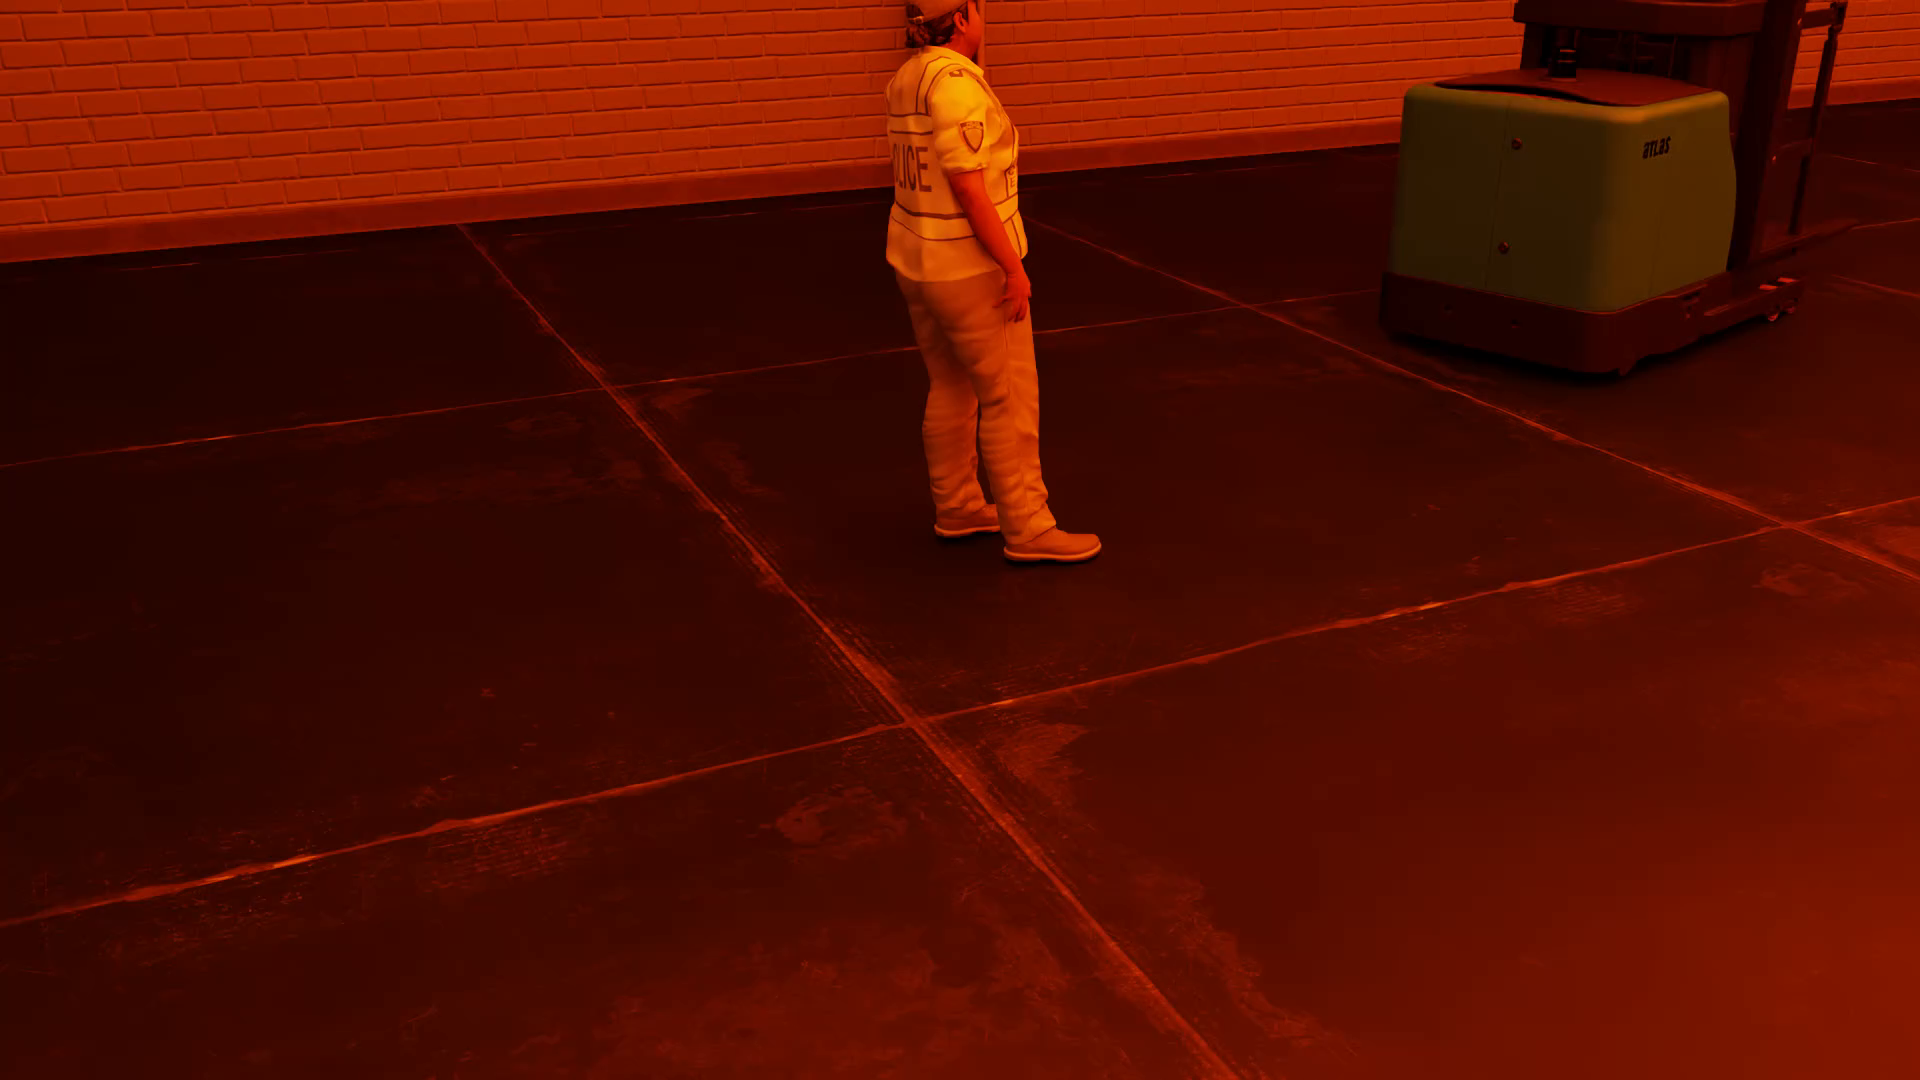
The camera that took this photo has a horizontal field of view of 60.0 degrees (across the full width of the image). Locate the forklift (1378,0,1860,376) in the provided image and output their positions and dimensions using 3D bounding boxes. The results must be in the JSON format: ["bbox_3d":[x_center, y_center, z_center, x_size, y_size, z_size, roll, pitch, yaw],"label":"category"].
[{"bbox_3d":[3.220,-2.463,7.216,3.031,2.935,1.130,-20,30,-39],"label":"forklift"}]

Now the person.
[{"bbox_3d":[0.079,-0.780,4.795,0.529,1.670,0.598,-10,25,-23],"label":"person"}]
